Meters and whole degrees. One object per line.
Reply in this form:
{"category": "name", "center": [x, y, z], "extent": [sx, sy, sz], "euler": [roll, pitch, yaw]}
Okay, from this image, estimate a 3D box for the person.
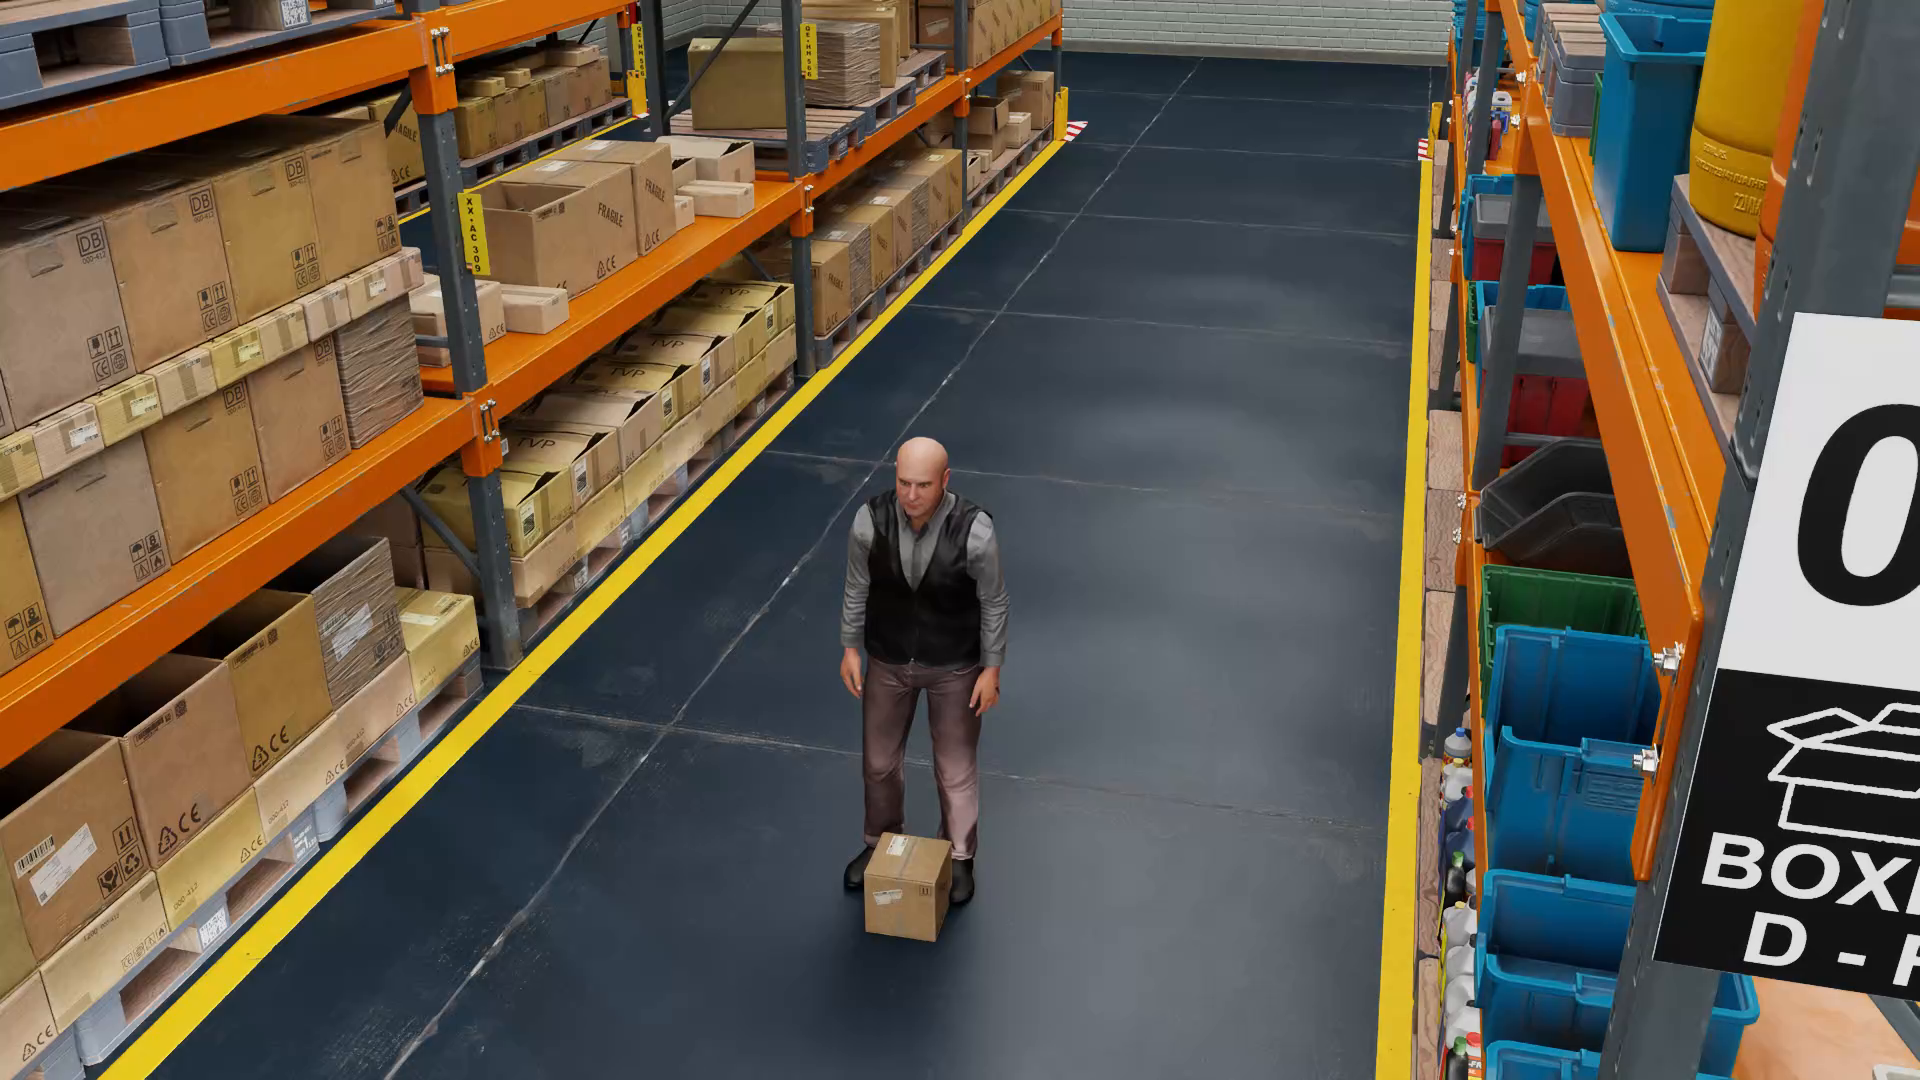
{"category": "person", "center": [-0.121, 0.425, 5.732], "extent": [0.581, 1.721, 0.419], "euler": [6, 26, 13]}
